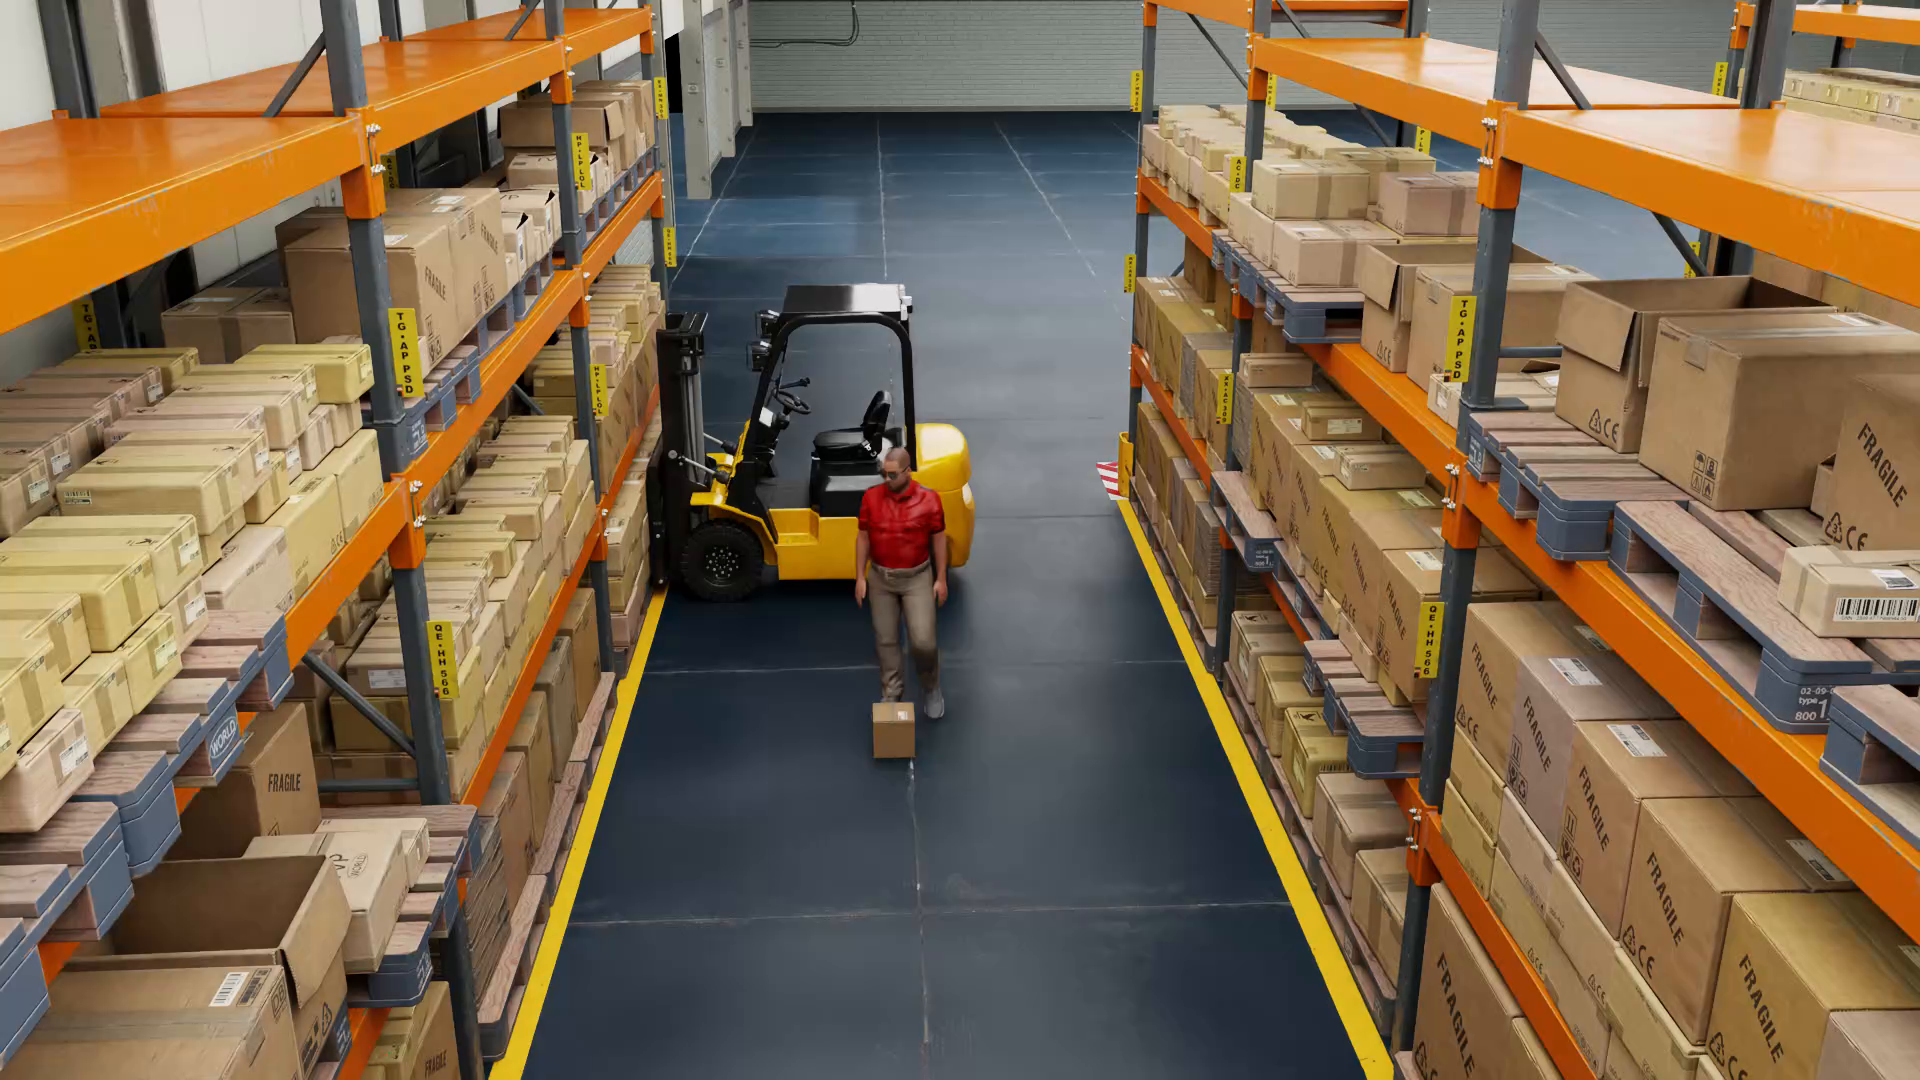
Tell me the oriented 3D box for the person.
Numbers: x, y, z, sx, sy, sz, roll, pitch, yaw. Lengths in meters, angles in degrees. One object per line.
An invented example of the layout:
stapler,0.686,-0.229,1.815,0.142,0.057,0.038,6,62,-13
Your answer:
person,-0.379,0.300,10.305,0.572,1.779,0.423,5,21,12
